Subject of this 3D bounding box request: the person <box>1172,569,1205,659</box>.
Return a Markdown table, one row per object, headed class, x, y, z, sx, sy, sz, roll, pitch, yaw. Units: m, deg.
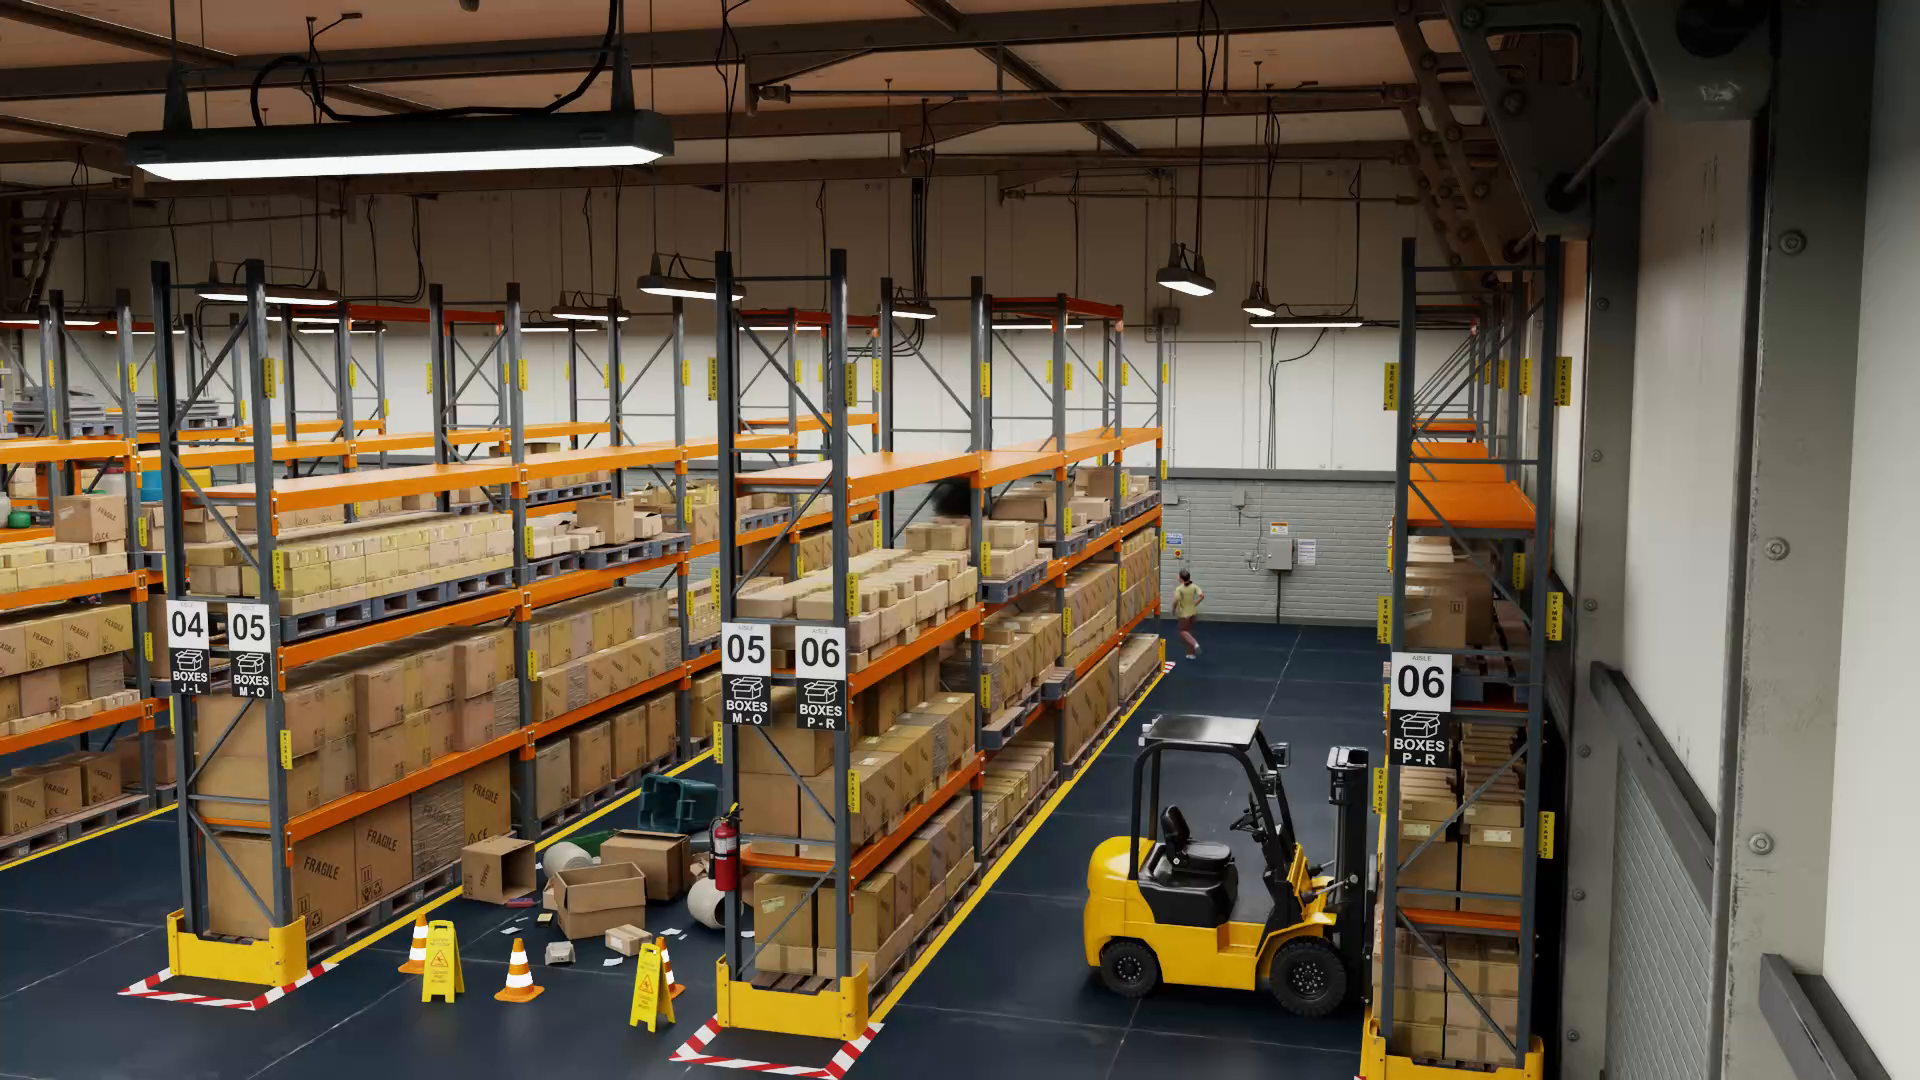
| class | x | y | z | sx | sy | sz | roll | pitch | yaw |
| --- | --- | --- | --- | --- | --- | --- | --- | --- | --- |
| person | 3.936 | 1.317 | 29.020 | 0.614 | 1.585 | 0.534 | -3 | 7 | -25 |
